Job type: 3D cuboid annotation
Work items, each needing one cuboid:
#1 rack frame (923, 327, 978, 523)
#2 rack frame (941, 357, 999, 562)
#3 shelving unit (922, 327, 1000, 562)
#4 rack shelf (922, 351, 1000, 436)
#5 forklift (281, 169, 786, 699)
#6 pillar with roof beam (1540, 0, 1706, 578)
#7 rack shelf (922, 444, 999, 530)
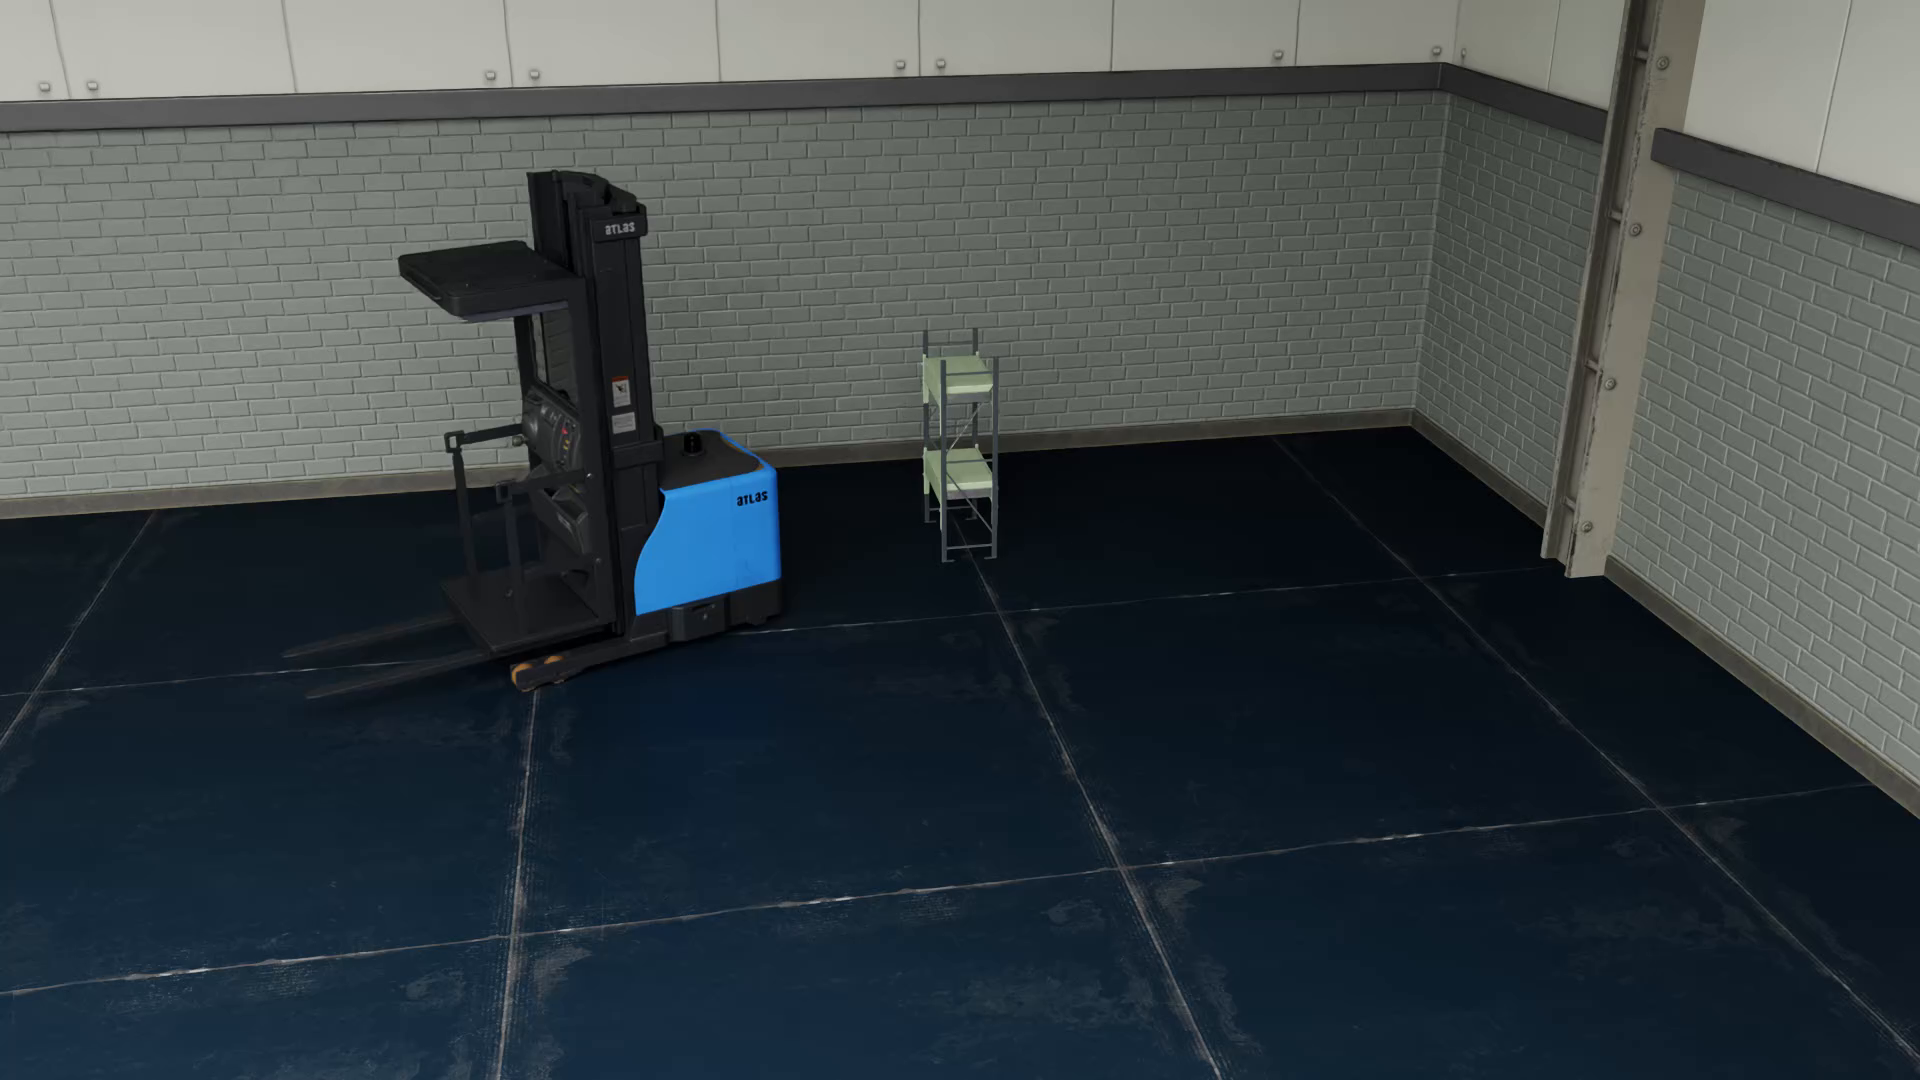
[{"bbox_3d":[-0.069,-0.834,12.285,0.400,1.500,0.023,-4,24,-10],"label":"rack frame"},{"bbox_3d":[0.066,-0.546,11.626,0.400,1.500,0.023,-4,24,-10],"label":"rack frame"},{"bbox_3d":[-0.001,-0.690,11.956,0.431,1.500,0.755,-4,24,-10],"label":"shelving unit"},{"bbox_3d":[-0.001,-1.048,11.800,0.431,0.370,0.720,-4,24,-10],"label":"rack shelf"},{"bbox_3d":[-2.675,-0.662,10.104,3.031,2.935,1.130,-14,27,-29],"label":"forklift"},{"bbox_3d":[0.140,-3.628,9.315,9.100,9.000,0.400,-4,24,-10],"label":"pillar with roof beam"},{"bbox_3d":[-0.001,-0.391,12.086,0.431,0.370,0.720,-4,24,-10],"label":"rack shelf"}]
